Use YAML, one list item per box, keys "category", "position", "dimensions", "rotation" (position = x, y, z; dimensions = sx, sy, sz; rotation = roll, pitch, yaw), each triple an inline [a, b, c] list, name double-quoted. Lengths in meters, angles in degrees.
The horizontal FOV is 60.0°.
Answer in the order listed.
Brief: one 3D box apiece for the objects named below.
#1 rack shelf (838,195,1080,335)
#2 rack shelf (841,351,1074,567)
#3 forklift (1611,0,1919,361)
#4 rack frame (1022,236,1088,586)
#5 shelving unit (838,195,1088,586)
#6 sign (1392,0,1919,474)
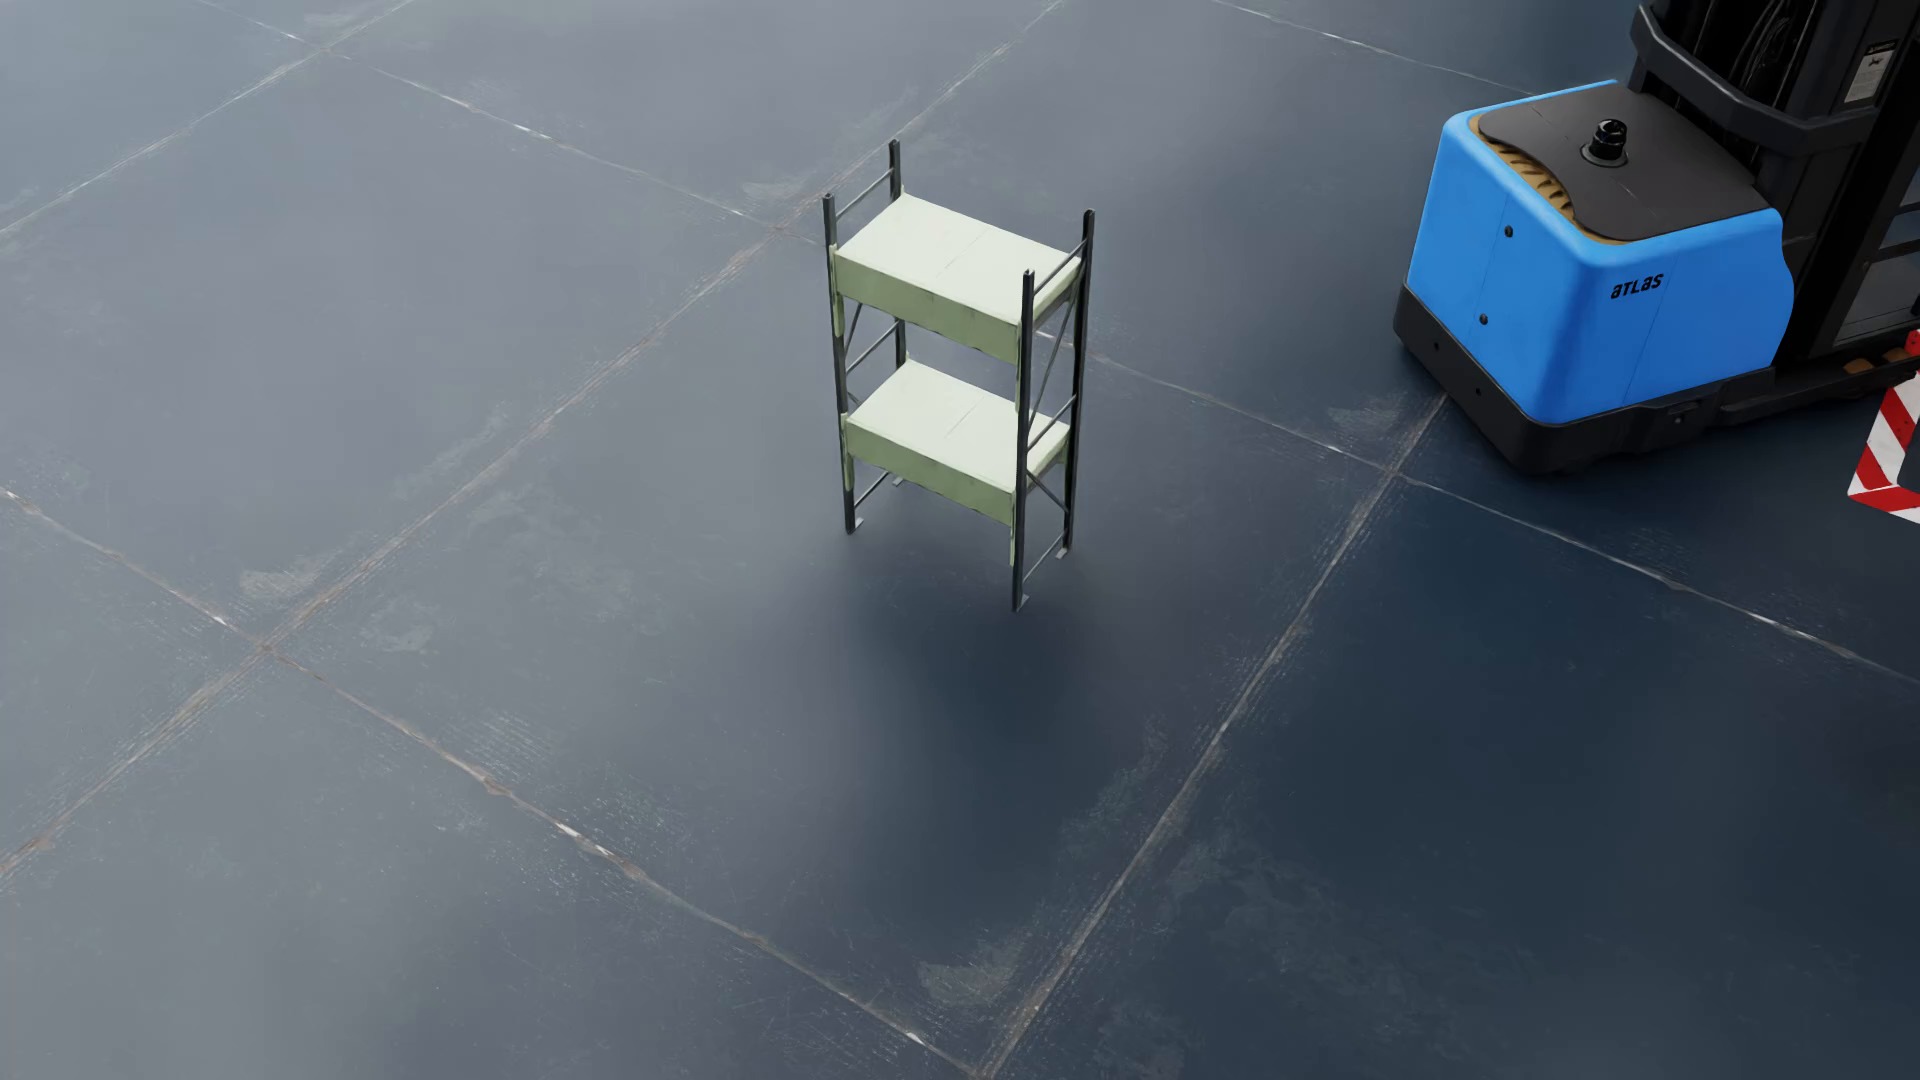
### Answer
- category: "rack shelf"
  position: [-0.006, -0.865, 5.365]
  dimensions: [0.686, 0.124, 0.368]
  rotation: [25, 51, 22]
- category: "rack shelf"
  position: [-0.006, -0.298, 5.948]
  dimensions: [0.720, 0.370, 0.431]
  rotation: [25, 51, 22]
- category: "forklift"
  position: [3.399, -1.936, 6.088]
  dimensions: [3.031, 2.935, 1.121]
  rotation: [-15, 48, -14]
- category: "rack frame"
  position: [0.302, -0.383, 5.576]
  dimensions: [0.010, 1.308, 0.380]
  rotation: [25, 51, 22]
- category: "shelving unit"
  position: [-0.001, -0.523, 5.713]
  dimensions: [0.731, 1.308, 0.431]
  rotation: [25, 51, 22]
- category: "sign"
  position: [2.856, -1.756, 5.986]
  dimensions: [2.025, 2.768, 2.177]
  rotation: [25, 51, 22]
